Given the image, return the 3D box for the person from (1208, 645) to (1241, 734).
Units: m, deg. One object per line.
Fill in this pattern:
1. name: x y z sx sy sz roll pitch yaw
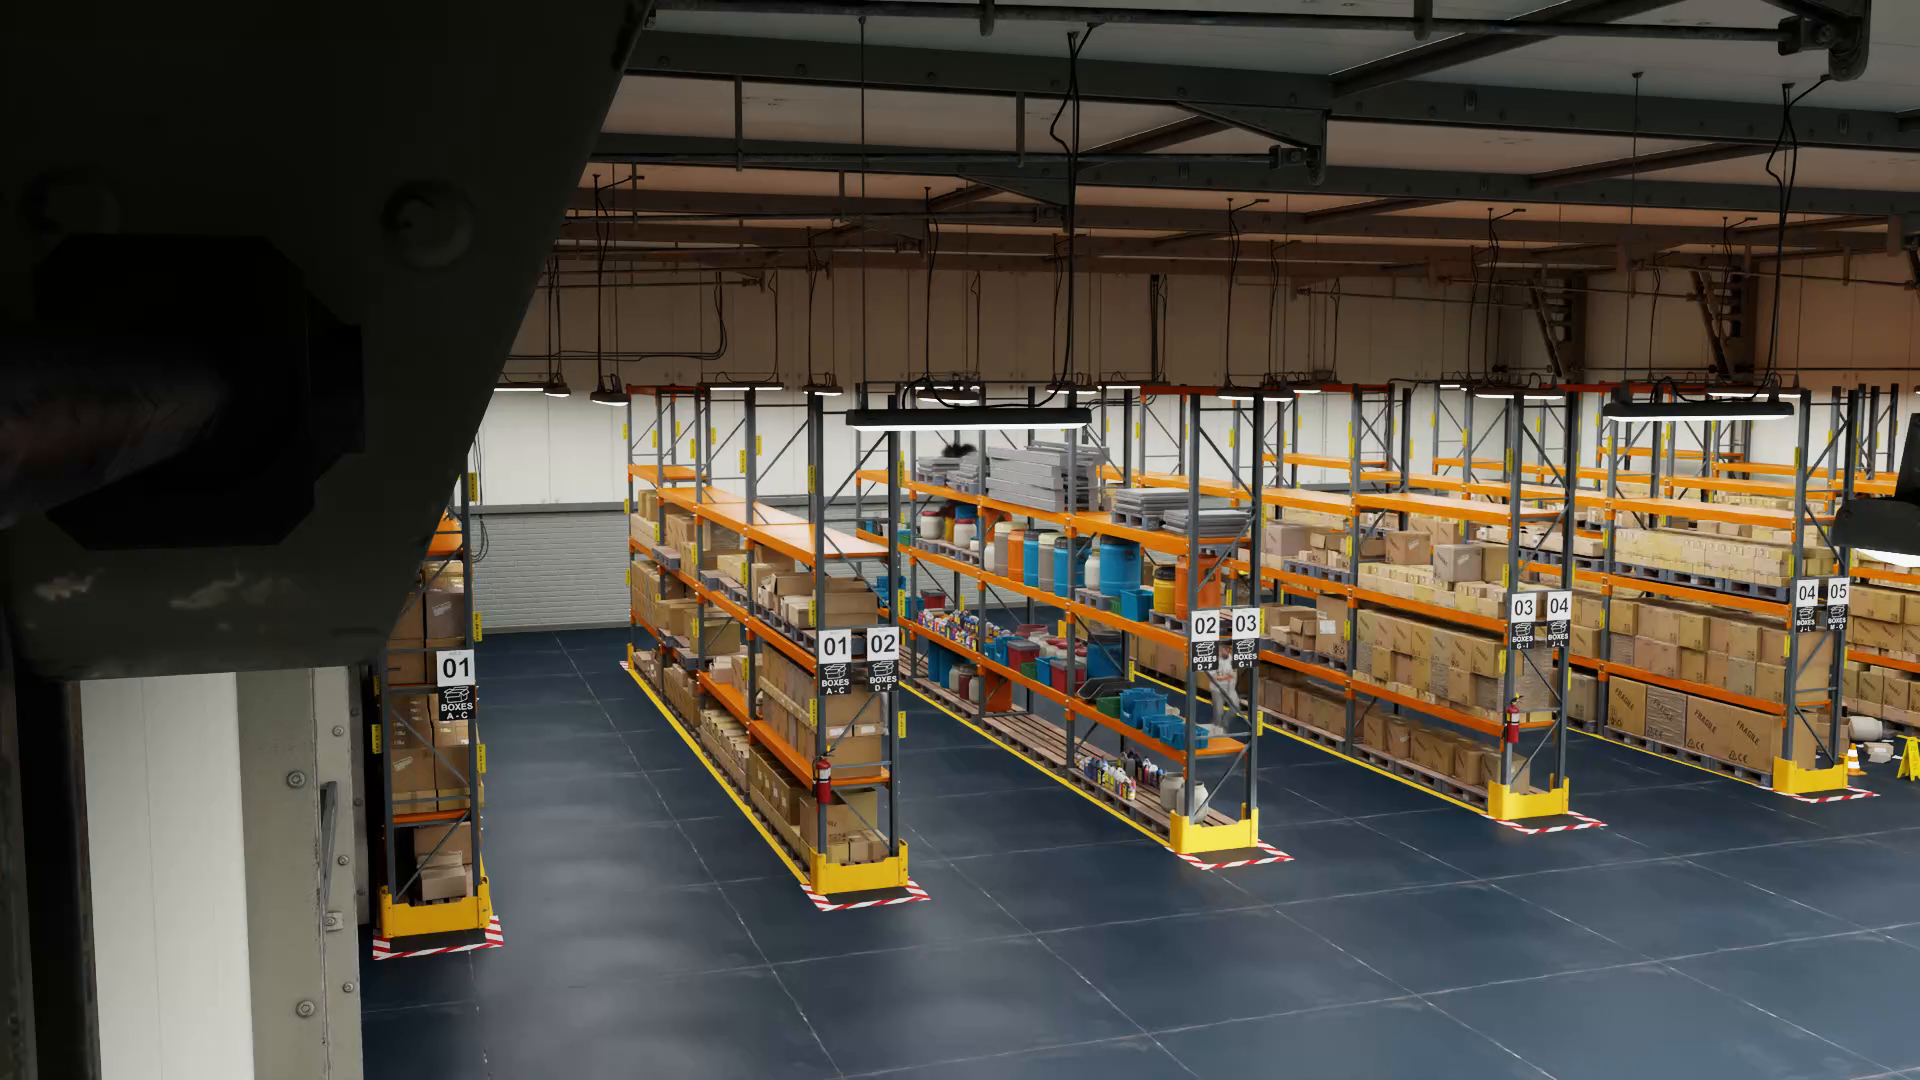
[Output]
1. person: 4.507 2.531 28.267 0.701 1.731 0.799 -2 6 -20

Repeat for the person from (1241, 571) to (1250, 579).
1. person: 6.507 1.554 37.823 0.712 1.796 0.888 -1 6 -6

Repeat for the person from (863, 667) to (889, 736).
1. person: -1.469 2.504 28.970 0.518 1.696 0.887 -2 6 -22
